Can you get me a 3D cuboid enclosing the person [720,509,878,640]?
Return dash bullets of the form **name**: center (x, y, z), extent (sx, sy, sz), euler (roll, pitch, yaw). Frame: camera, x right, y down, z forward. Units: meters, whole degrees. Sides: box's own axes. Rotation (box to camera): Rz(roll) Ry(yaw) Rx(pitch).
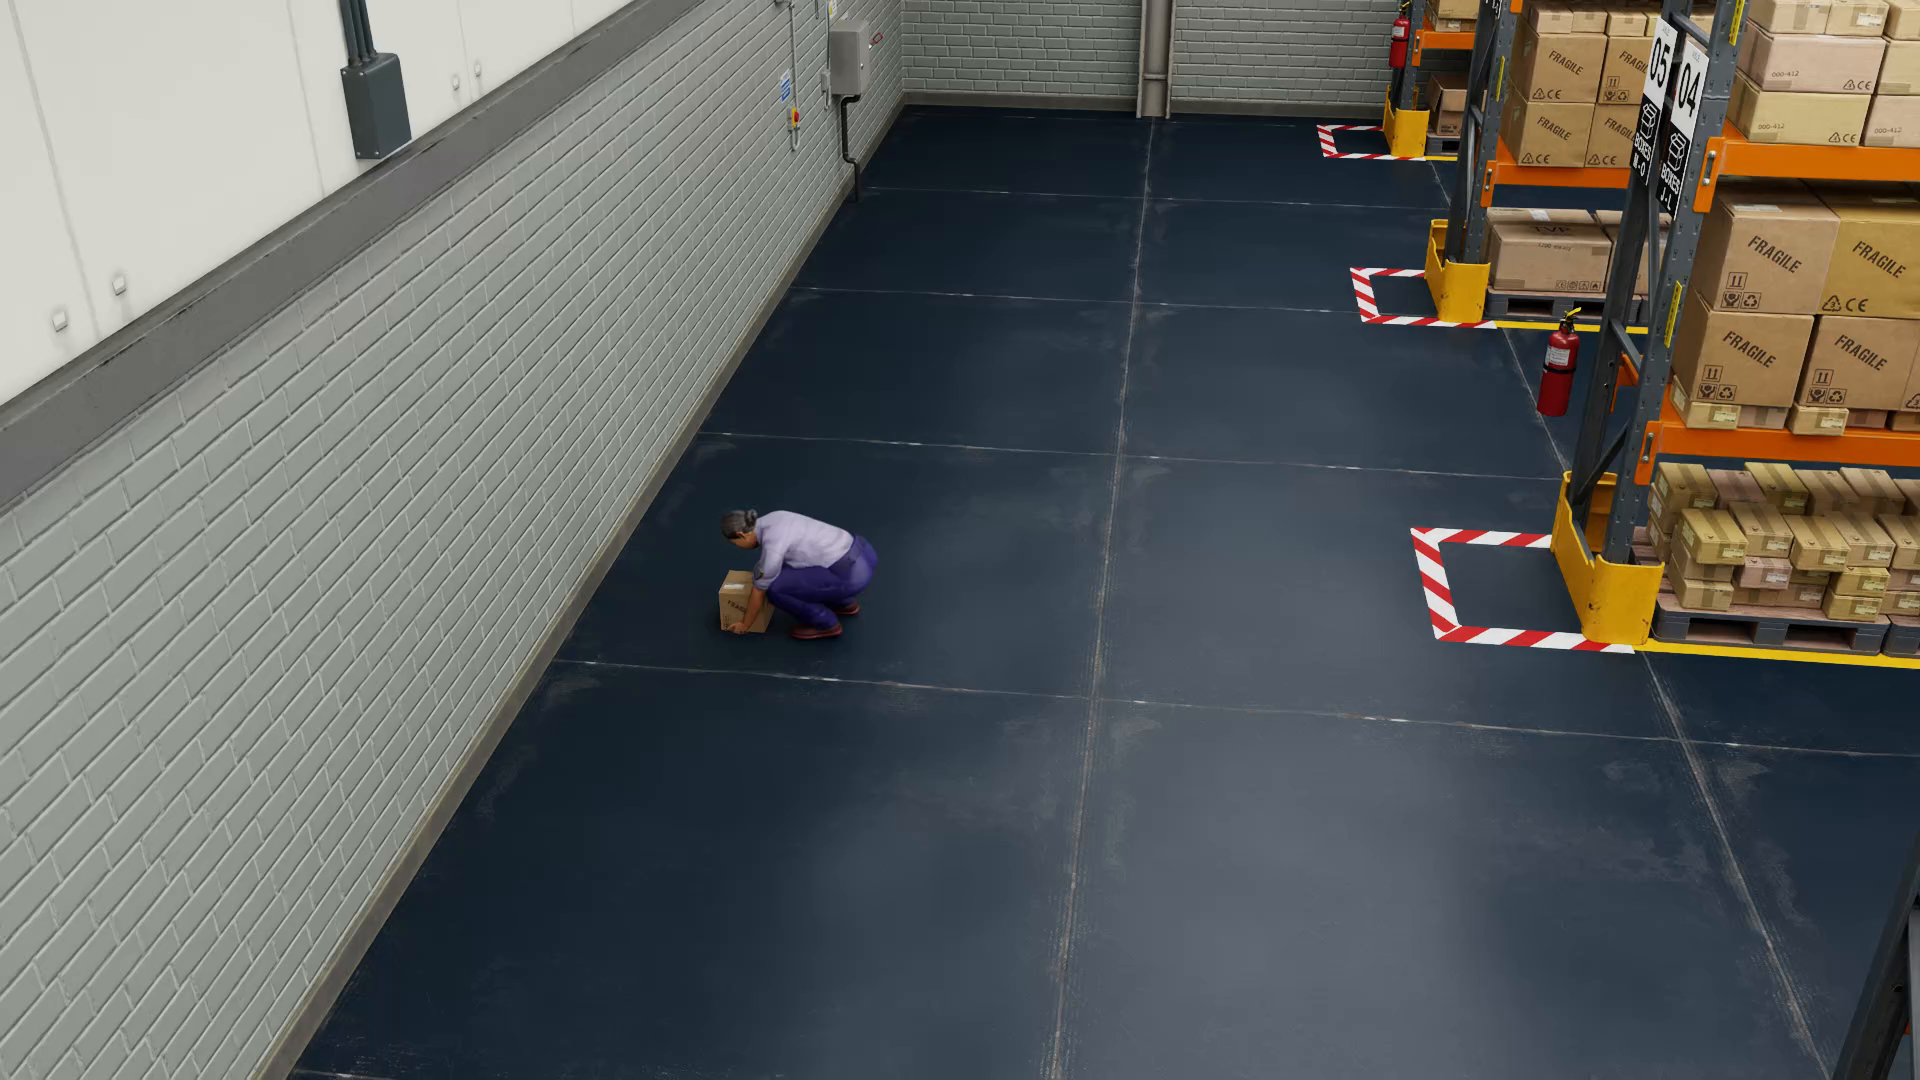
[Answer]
- **person**: center (-0.895, 0.181, 9.333), extent (0.848, 0.816, 0.513), euler (3, 29, 6)
